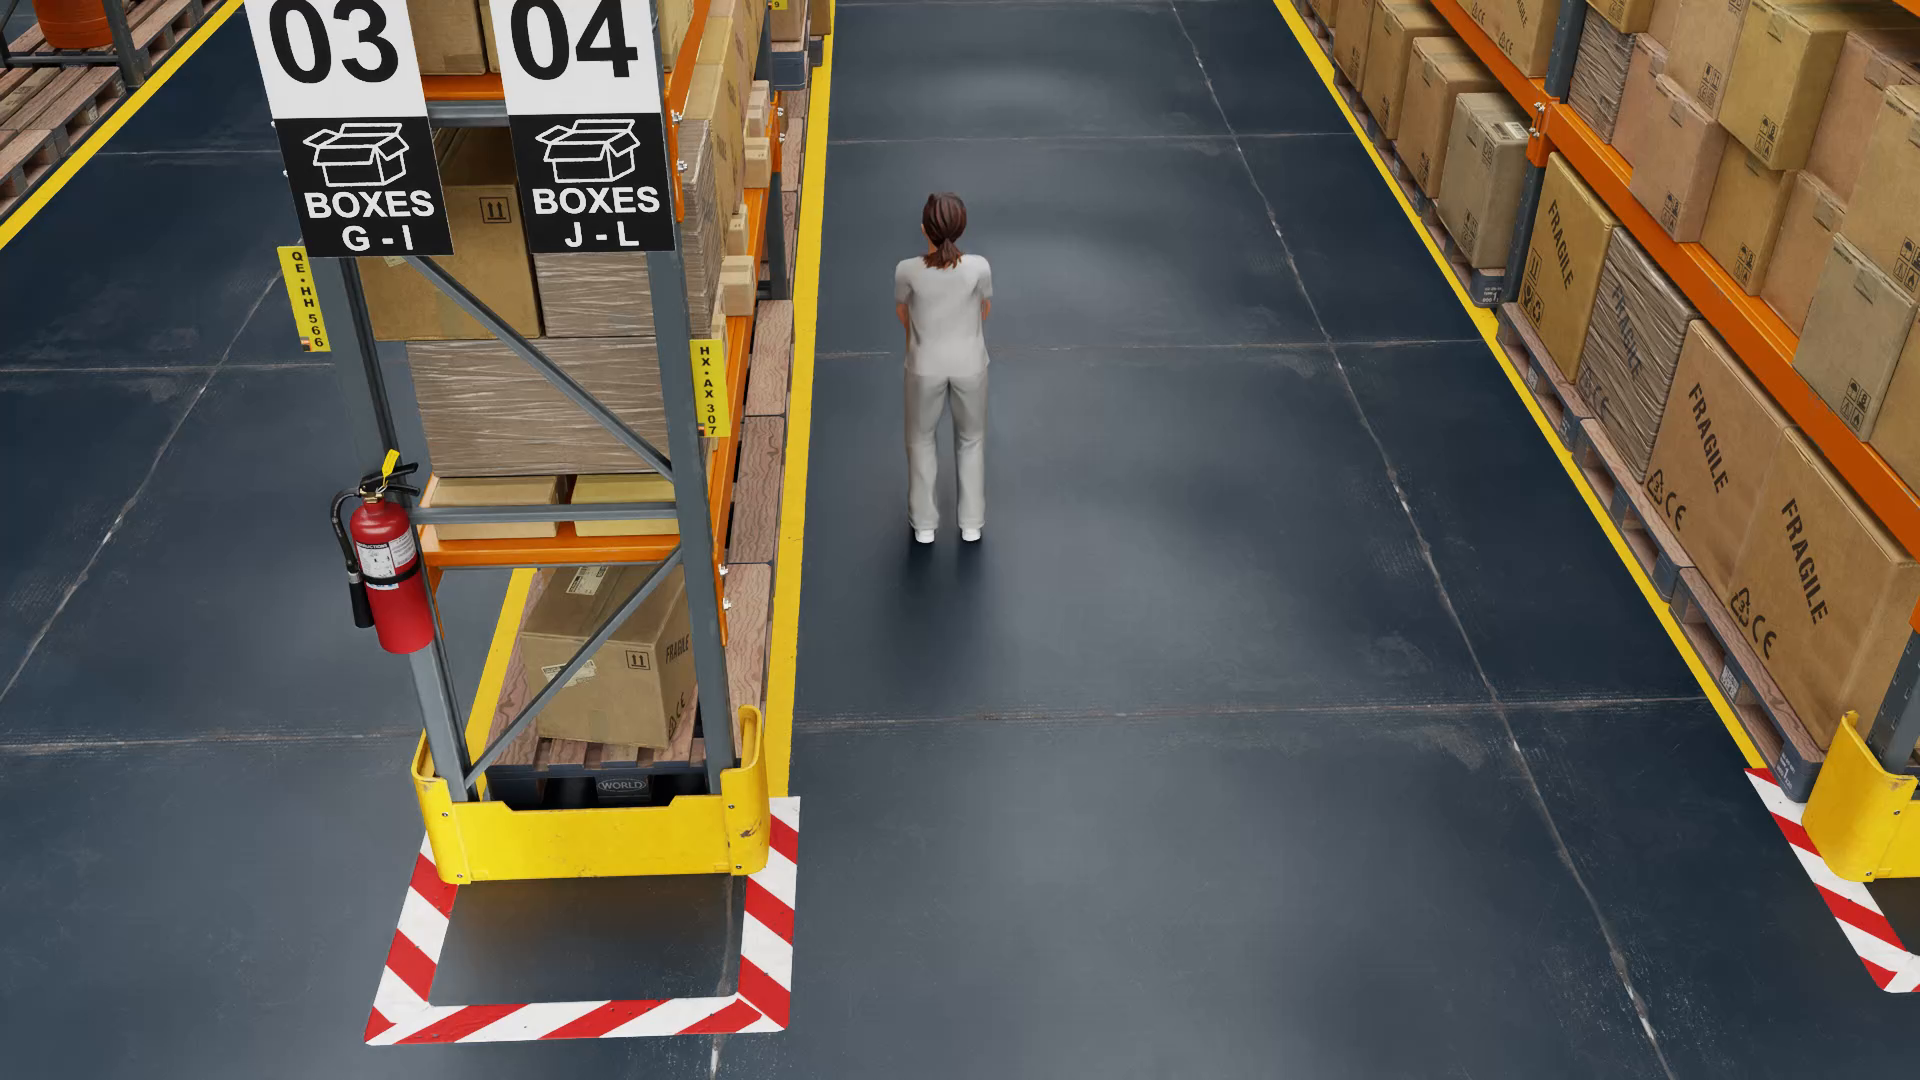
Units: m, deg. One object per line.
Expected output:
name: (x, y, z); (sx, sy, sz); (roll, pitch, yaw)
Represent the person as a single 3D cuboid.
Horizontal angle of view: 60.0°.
person: (-0.072, -0.771, 7.244); (0.423, 1.668, 0.532); (-3, 35, -4)
